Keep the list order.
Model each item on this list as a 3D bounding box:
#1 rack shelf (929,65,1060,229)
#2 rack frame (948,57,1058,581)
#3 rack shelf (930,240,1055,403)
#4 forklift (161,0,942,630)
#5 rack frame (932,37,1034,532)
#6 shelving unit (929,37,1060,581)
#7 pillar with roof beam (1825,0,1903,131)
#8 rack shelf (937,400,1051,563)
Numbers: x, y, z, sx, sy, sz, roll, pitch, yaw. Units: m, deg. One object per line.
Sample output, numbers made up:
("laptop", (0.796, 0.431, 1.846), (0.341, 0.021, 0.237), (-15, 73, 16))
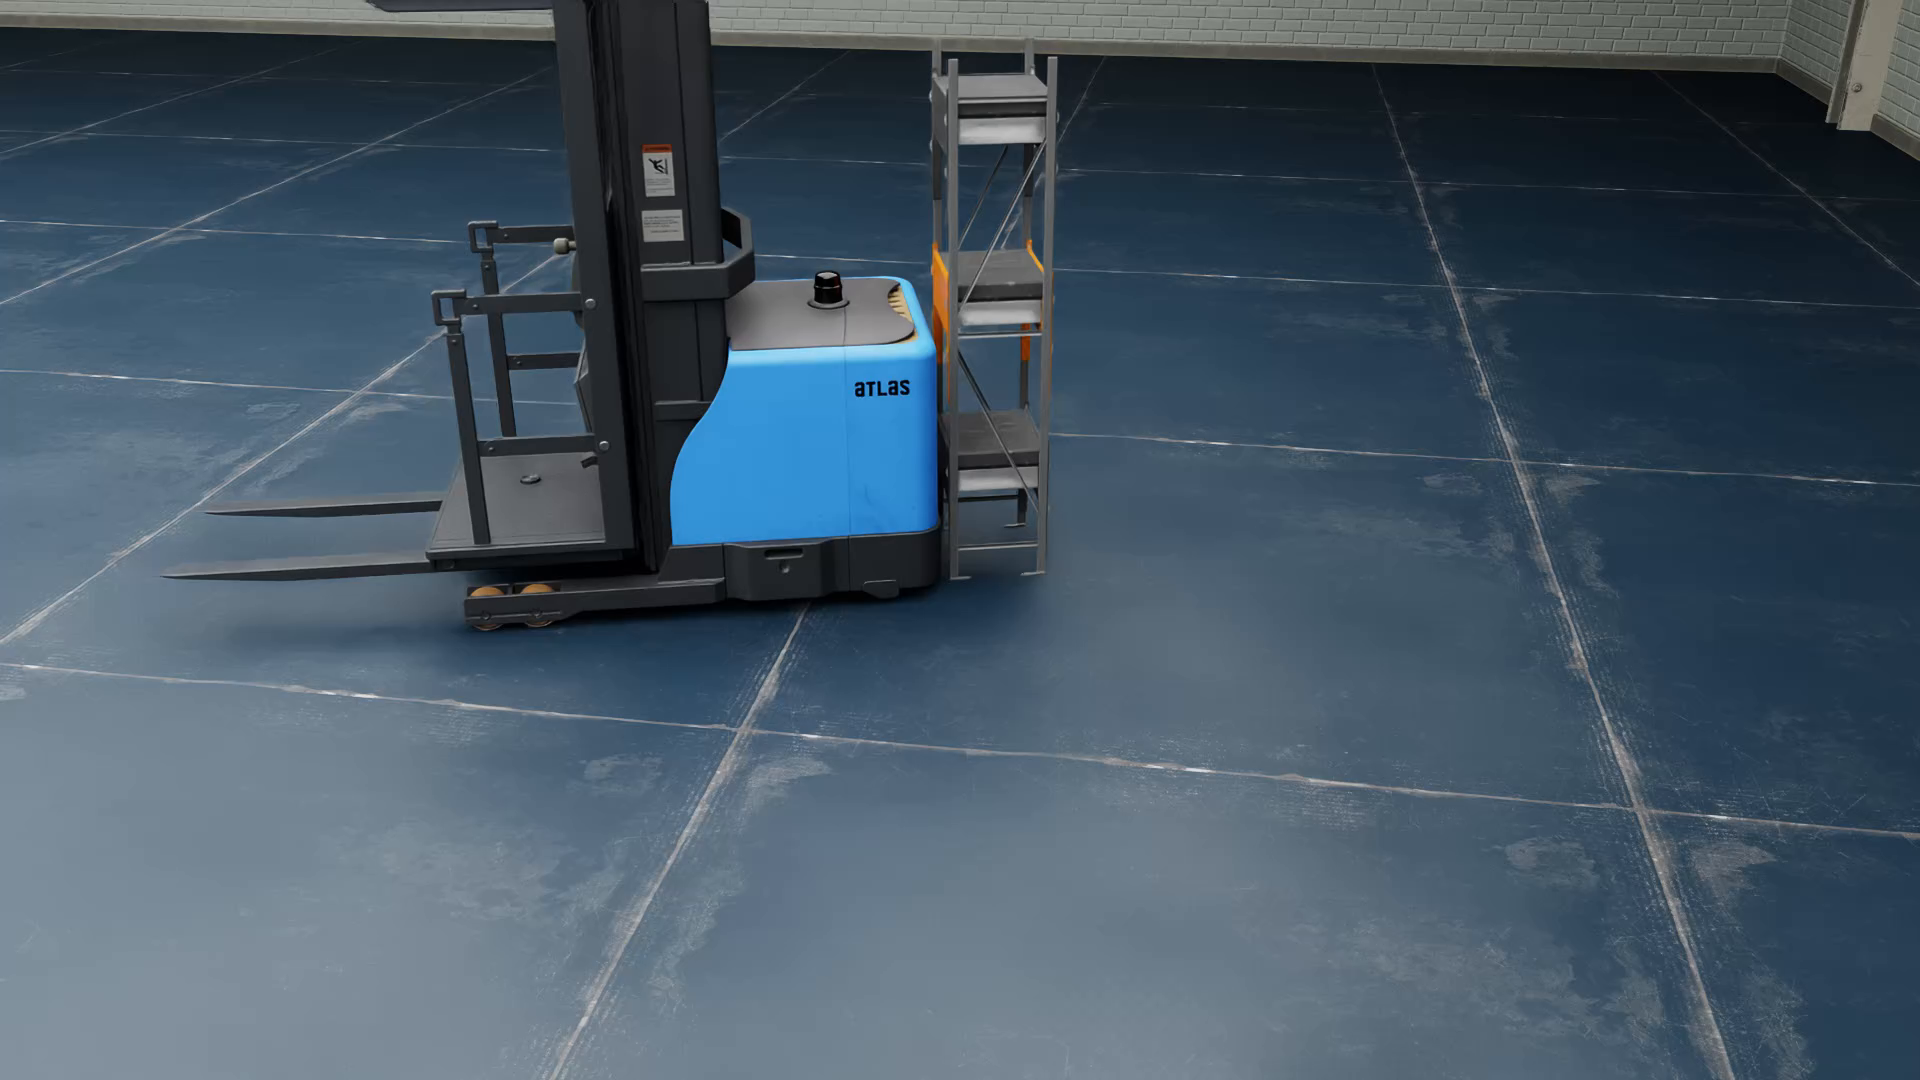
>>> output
("rack shelf", (0.124, -1.520, 6.401), (0.431, 0.518, 0.480), (-3, 25, -7))
("rack frame", (0.156, -0.796, 6.473), (0.400, 2.100, 0.015), (-3, 25, -7))
("rack shelf", (0.124, -0.886, 6.698), (0.431, 0.518, 0.480), (-3, 25, -7))
("forklift", (-1.634, -1.213, 6.385), (3.031, 2.935, 1.130), (-3, 25, -7))
("rack frame", (0.091, -1.001, 6.911), (0.400, 2.100, 0.015), (-3, 25, -7))
("shelving unit", (0.124, -0.898, 6.692), (0.431, 2.100, 0.503), (-3, 25, -7))
("pillar with roof beam", (4.035, -8.229, 14.216), (9.100, 9.000, 0.400), (4, 25, 9))
("rack shelf", (0.124, -0.252, 6.995), (0.431, 0.518, 0.480), (-3, 25, -7))
